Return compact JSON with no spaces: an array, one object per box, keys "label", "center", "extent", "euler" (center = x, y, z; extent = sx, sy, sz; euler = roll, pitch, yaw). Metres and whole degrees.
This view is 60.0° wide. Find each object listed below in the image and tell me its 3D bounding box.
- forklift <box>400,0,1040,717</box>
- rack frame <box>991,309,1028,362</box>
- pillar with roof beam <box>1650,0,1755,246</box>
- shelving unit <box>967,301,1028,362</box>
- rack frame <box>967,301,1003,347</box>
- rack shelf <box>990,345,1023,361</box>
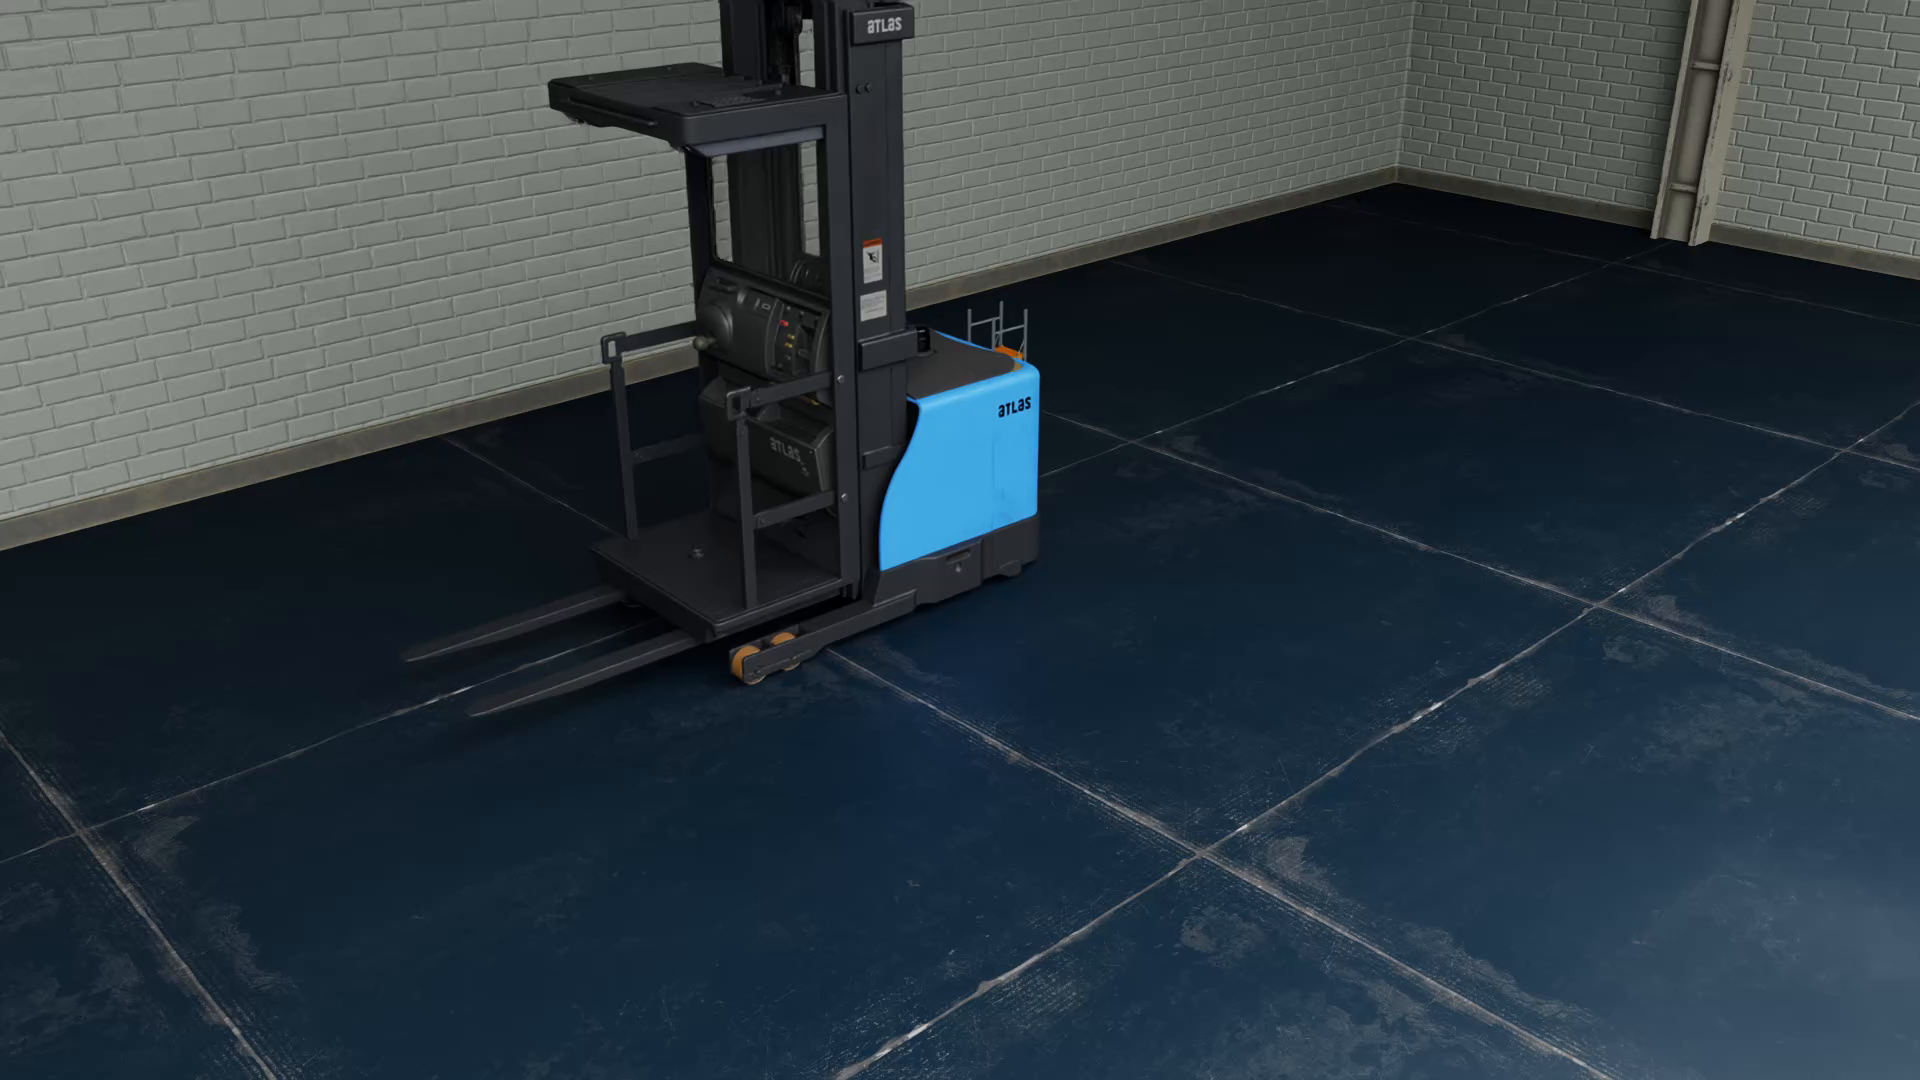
[{"label":"forklift","center":[-1.041,-0.941,7.282],"extent":[3.031,2.935,1.130],"euler":[-20,31,-37]},{"label":"rack frame","center":[0.247,-0.593,8.602],"extent":[0.240,1.200,0.006],"euler":[-20,31,-37]},{"label":"pillar with roof beam","center":[3.137,-5.501,9.967],"extent":[9.100,9.000,0.400],"euler":[-21,32,-38]},{"label":"shelving unit","center":[0.187,-0.622,8.664],"extent":[0.258,1.200,0.189],"euler":[-20,31,-37]},{"label":"rack frame","center":[0.127,-0.650,8.727],"extent":[0.240,1.200,0.006],"euler":[-20,31,-37]},{"label":"rack shelf","center":[0.189,-0.909,8.535],"extent":[0.258,0.103,0.180],"euler":[-20,31,-37]}]
